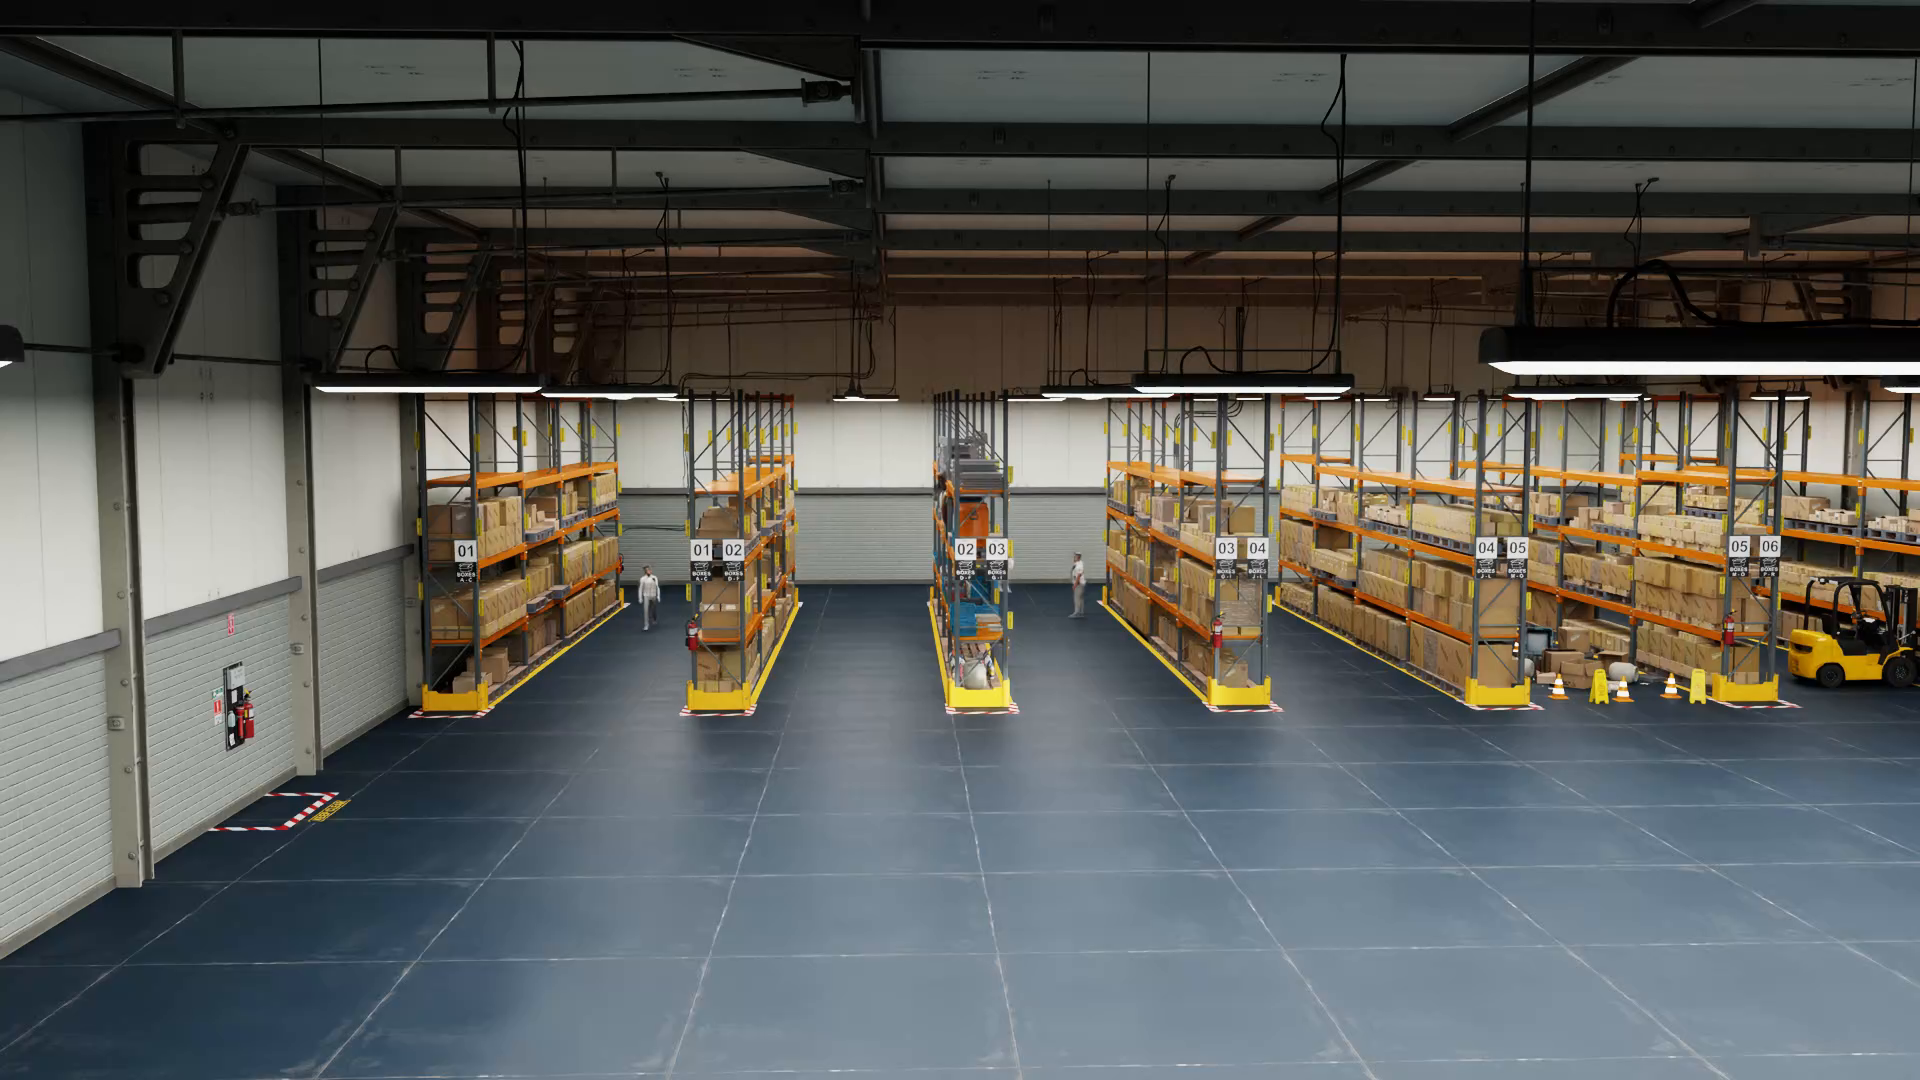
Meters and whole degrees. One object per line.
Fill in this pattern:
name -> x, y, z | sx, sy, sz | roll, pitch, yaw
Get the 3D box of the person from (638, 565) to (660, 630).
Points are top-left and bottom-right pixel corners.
person -> -7.924, 1.442, 42.407 | 0.543, 1.638, 0.956 | -1, 5, -8

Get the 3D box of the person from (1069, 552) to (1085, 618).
person -> 3.136, 1.207, 44.572 | 0.446, 1.776, 0.558 | 0, 5, 1

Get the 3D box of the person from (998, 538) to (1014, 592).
person -> 1.391, 0.752, 50.843 | 0.505, 1.701, 0.495 | -2, 5, -25
